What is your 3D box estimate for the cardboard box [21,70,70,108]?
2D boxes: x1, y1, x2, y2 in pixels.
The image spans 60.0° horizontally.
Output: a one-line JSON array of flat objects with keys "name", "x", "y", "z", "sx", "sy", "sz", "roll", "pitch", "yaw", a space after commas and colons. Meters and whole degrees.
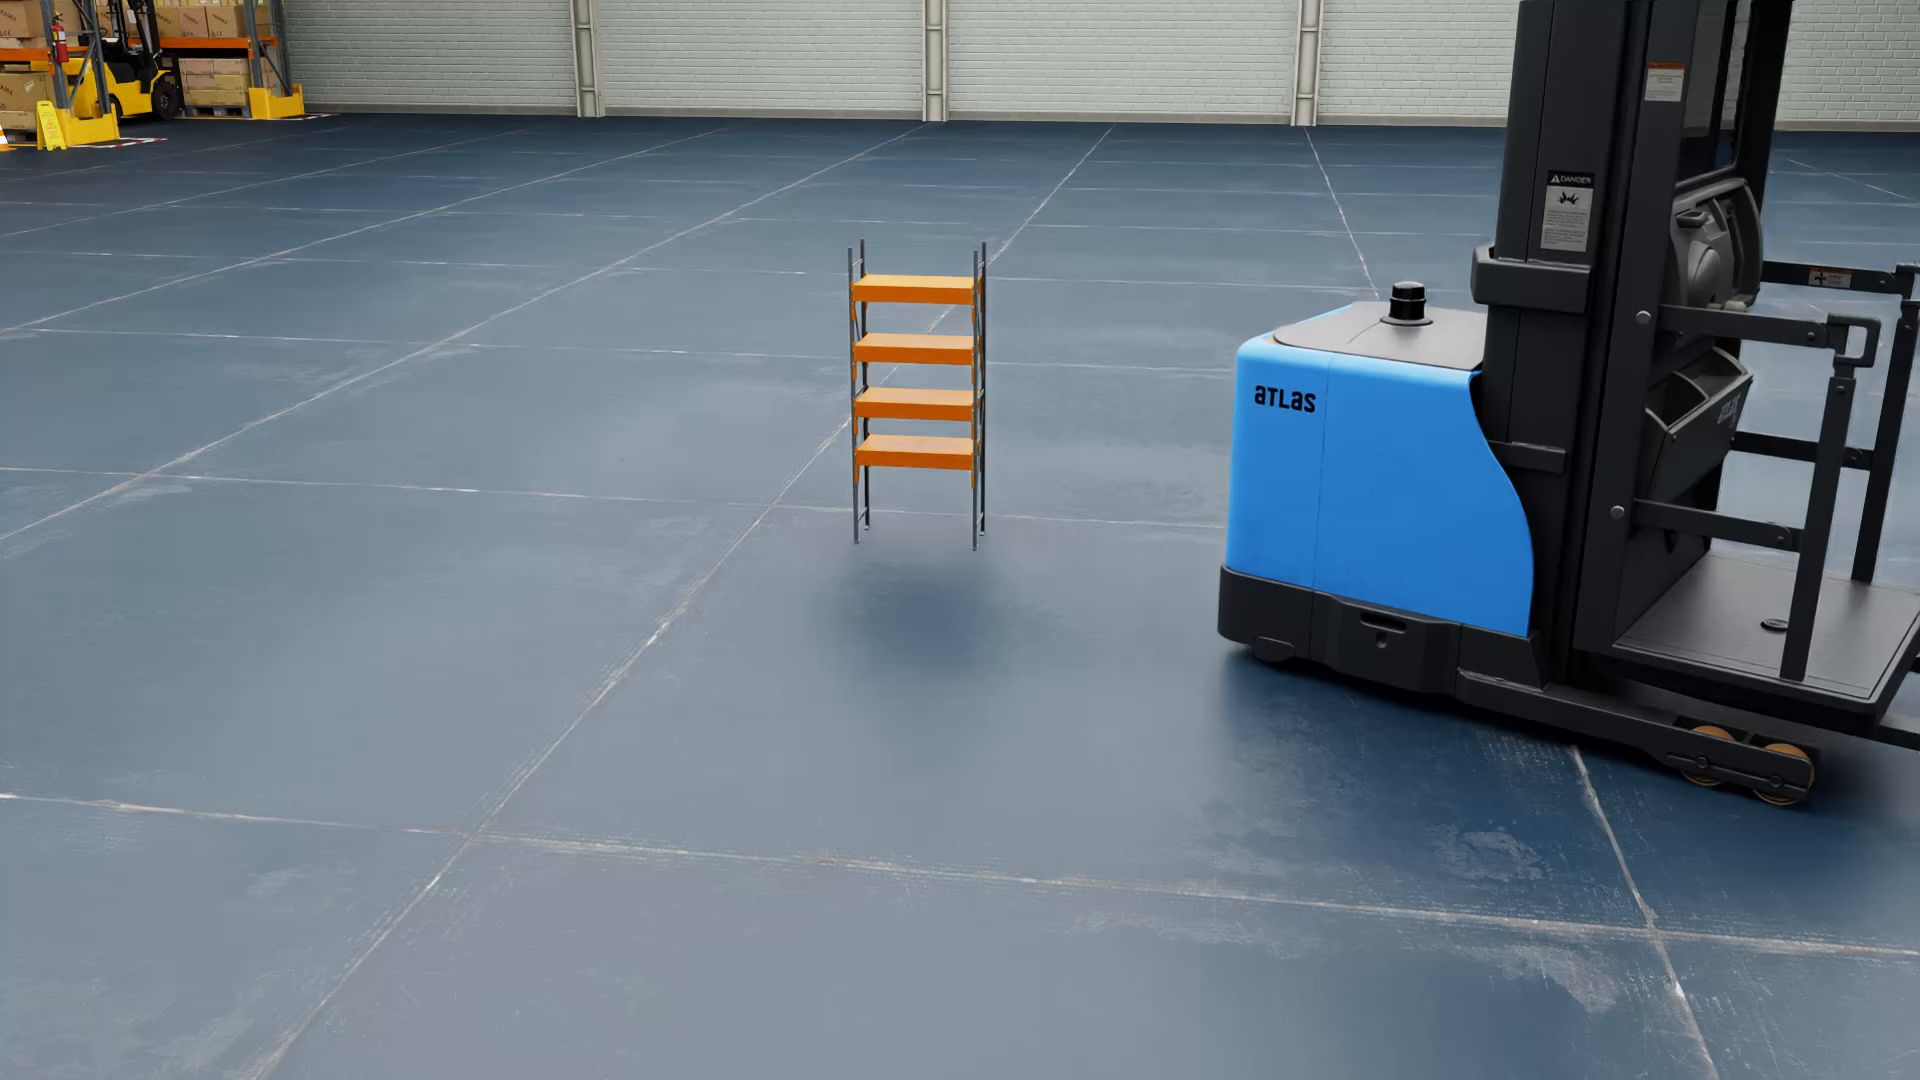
[{"name": "cardboard box", "x": -13.265, "y": -6.513, "z": 24.030, "sx": 0.500, "sy": 0.500, "sz": 0.500, "roll": 2, "pitch": 19, "yaw": 7}]

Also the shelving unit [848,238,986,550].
[{"name": "shelving unit", "x": -0.163, "y": -0.577, "z": 6.638, "sx": 0.503, "sy": 1.200, "sz": 0.258, "roll": 3, "pitch": 19, "yaw": 9}]

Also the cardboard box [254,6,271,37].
[{"name": "cardboard box", "x": -12.150, "y": -8.848, "z": 28.363, "sx": 0.500, "sy": 0.500, "sz": 0.500, "roll": 4, "pitch": 19, "yaw": 10}]

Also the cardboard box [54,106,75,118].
[{"name": "cardboard box", "x": -13.241, "y": -6.156, "z": 24.146, "sx": 0.500, "sy": 0.250, "sz": 0.500, "roll": 3, "pitch": 19, "yaw": 8}]

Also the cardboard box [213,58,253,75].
[{"name": "cardboard box", "x": -12.209, "y": -7.984, "z": 28.032, "sx": 0.500, "sy": 0.250, "sz": 0.500, "roll": 4, "pitch": 19, "yaw": 10}]

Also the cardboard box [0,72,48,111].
[{"name": "cardboard box", "x": -13.321, "y": -6.343, "z": 23.523, "sx": 0.500, "sy": 0.500, "sz": 0.500, "roll": 3, "pitch": 19, "yaw": 9}]

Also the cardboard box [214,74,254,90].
[{"name": "cardboard box", "x": -12.235, "y": -7.748, "z": 28.115, "sx": 0.500, "sy": 0.250, "sz": 0.500, "roll": 3, "pitch": 19, "yaw": 8}]

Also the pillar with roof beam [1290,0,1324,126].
[{"name": "pillar with roof beam", "x": 4.840, "y": -9.597, "z": 21.302, "sx": 0.400, "sy": 9.000, "sz": 9.100, "roll": 3, "pitch": 19, "yaw": 9}]

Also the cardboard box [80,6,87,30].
[{"name": "cardboard box", "x": -14.741, "y": -8.812, "z": 28.256, "sx": 0.500, "sy": 0.500, "sz": 0.500, "roll": 3, "pitch": 19, "yaw": 10}]

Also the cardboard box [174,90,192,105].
[{"name": "cardboard box", "x": -13.201, "y": -7.565, "z": 28.356, "sx": 0.500, "sy": 0.250, "sz": 0.500, "roll": 3, "pitch": 19, "yaw": 9}]

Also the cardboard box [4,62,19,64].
[{"name": "cardboard box", "x": -16.937, "y": -8.027, "z": 29.148, "sx": 0.625, "sy": 0.625, "sz": 0.875, "roll": 3, "pitch": 19, "yaw": 8}]

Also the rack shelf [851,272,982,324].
[{"name": "rack shelf", "x": -0.163, "y": -0.950, "z": 6.513, "sx": 0.480, "sy": 0.148, "sz": 0.258, "roll": 3, "pitch": 19, "yaw": 9}]

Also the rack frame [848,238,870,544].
[{"name": "rack frame", "x": -0.404, "y": -0.590, "z": 6.674, "sx": 0.015, "sy": 1.200, "sz": 0.240, "roll": 3, "pitch": 19, "yaw": 9}]

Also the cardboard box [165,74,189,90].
[{"name": "cardboard box", "x": -13.242, "y": -7.796, "z": 28.258, "sx": 0.500, "sy": 0.250, "sz": 0.500, "roll": 2, "pitch": 19, "yaw": 7}]

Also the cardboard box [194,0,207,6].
[{"name": "cardboard box", "x": -12.596, "y": -9.009, "z": 27.822, "sx": 0.250, "sy": 0.149, "sz": 0.380, "roll": 3, "pitch": 19, "yaw": 10}]

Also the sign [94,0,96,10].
[{"name": "sign", "x": -12.403, "y": -7.714, "z": 23.767, "sx": 0.005, "sy": 0.325, "sz": 0.100, "roll": 3, "pitch": 19, "yaw": 9}]

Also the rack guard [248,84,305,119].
[{"name": "rack guard", "x": -11.682, "y": -7.502, "z": 28.437, "sx": 0.348, "sy": 0.500, "sz": 1.175, "roll": 3, "pitch": 19, "yaw": 9}]

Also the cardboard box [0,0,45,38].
[{"name": "cardboard box", "x": -13.068, "y": -7.263, "z": 23.156, "sx": 0.500, "sy": 0.500, "sz": 0.500, "roll": 3, "pitch": 19, "yaw": 8}]

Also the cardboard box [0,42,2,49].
[{"name": "cardboard box", "x": -13.410, "y": -6.964, "z": 23.285, "sx": 0.250, "sy": 0.149, "sz": 0.380, "roll": 3, "pitch": 19, "yaw": 8}]

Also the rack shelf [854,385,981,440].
[{"name": "rack shelf", "x": -0.163, "y": -0.514, "z": 6.659, "sx": 0.480, "sy": 0.148, "sz": 0.258, "roll": 3, "pitch": 19, "yaw": 9}]

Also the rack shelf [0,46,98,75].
[{"name": "rack shelf", "x": -14.464, "y": -6.893, "z": 23.811, "sx": 4.000, "sy": 0.370, "sz": 1.077, "roll": 3, "pitch": 19, "yaw": 9}]

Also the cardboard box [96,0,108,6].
[{"name": "cardboard box", "x": -14.373, "y": -9.080, "z": 28.035, "sx": 0.250, "sy": 0.149, "sz": 0.380, "roll": 3, "pitch": 19, "yaw": 8}]

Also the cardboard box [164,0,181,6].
[{"name": "cardboard box", "x": -13.110, "y": -9.024, "z": 27.866, "sx": 0.250, "sy": 0.149, "sz": 0.380, "roll": 2, "pitch": 19, "yaw": 7}]

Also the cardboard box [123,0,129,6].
[{"name": "cardboard box", "x": -13.858, "y": -9.063, "z": 27.981, "sx": 0.250, "sy": 0.149, "sz": 0.380, "roll": 3, "pitch": 19, "yaw": 8}]

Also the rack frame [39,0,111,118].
[{"name": "rack frame", "x": -12.489, "y": -7.134, "z": 23.396, "sx": 0.127, "sy": 3.000, "sz": 1.000, "roll": 3, "pitch": 19, "yaw": 9}]

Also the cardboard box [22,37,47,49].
[{"name": "cardboard box", "x": -12.892, "y": -6.966, "z": 23.292, "sx": 0.250, "sy": 0.149, "sz": 0.380, "roll": 4, "pitch": 19, "yaw": 10}]

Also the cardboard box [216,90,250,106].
[{"name": "cardboard box", "x": -12.219, "y": -7.509, "z": 28.189, "sx": 0.500, "sy": 0.250, "sz": 0.500, "roll": 3, "pitch": 19, "yaw": 9}]

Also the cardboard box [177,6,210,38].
[{"name": "cardboard box", "x": -12.744, "y": -8.708, "z": 27.943, "sx": 0.500, "sy": 0.500, "sz": 0.500, "roll": 4, "pitch": 19, "yaw": 10}]

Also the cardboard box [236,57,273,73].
[{"name": "cardboard box", "x": -12.150, "y": -8.142, "z": 28.505, "sx": 0.500, "sy": 0.250, "sz": 0.500, "roll": 3, "pitch": 19, "yaw": 8}]

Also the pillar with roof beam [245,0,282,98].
[{"name": "pillar with roof beam", "x": -12.933, "y": -10.503, "z": 24.010, "sx": 0.400, "sy": 9.000, "sz": 9.100, "roll": 3, "pitch": 19, "yaw": 9}]

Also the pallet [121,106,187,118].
[{"name": "pallet", "x": -13.668, "y": -7.454, "z": 28.748, "sx": 1.213, "sy": 0.211, "sz": 1.003, "roll": 3, "pitch": 19, "yaw": 9}]

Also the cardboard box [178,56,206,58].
[{"name": "cardboard box", "x": -13.136, "y": -8.194, "z": 28.662, "sx": 0.500, "sy": 0.250, "sz": 0.500, "roll": 3, "pitch": 19, "yaw": 8}]

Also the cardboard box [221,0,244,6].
[{"name": "cardboard box", "x": -12.092, "y": -8.974, "z": 27.715, "sx": 0.250, "sy": 0.149, "sz": 0.380, "roll": 3, "pitch": 19, "yaw": 9}]

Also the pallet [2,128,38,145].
[{"name": "pallet", "x": -13.360, "y": -5.867, "z": 24.005, "sx": 1.213, "sy": 0.211, "sz": 1.003, "roll": 3, "pitch": 19, "yaw": 9}]

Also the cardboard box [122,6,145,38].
[{"name": "cardboard box", "x": -13.748, "y": -8.755, "z": 28.085, "sx": 0.500, "sy": 0.500, "sz": 0.500, "roll": 3, "pitch": 19, "yaw": 9}]

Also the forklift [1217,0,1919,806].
[{"name": "forklift", "x": 2.356, "y": -0.846, "z": 4.712, "sx": 3.031, "sy": 2.935, "sz": 1.130, "roll": 13, "pitch": 23, "yaw": 35}]

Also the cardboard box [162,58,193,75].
[{"name": "cardboard box", "x": -13.214, "y": -8.030, "z": 28.170, "sx": 0.500, "sy": 0.250, "sz": 0.500, "roll": 3, "pitch": 19, "yaw": 9}]

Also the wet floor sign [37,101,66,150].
[{"name": "wet floor sign", "x": -12.471, "y": -5.672, "z": 22.739, "sx": 0.232, "sy": 0.644, "sz": 0.267, "roll": 10, "pitch": 21, "yaw": 27}]
